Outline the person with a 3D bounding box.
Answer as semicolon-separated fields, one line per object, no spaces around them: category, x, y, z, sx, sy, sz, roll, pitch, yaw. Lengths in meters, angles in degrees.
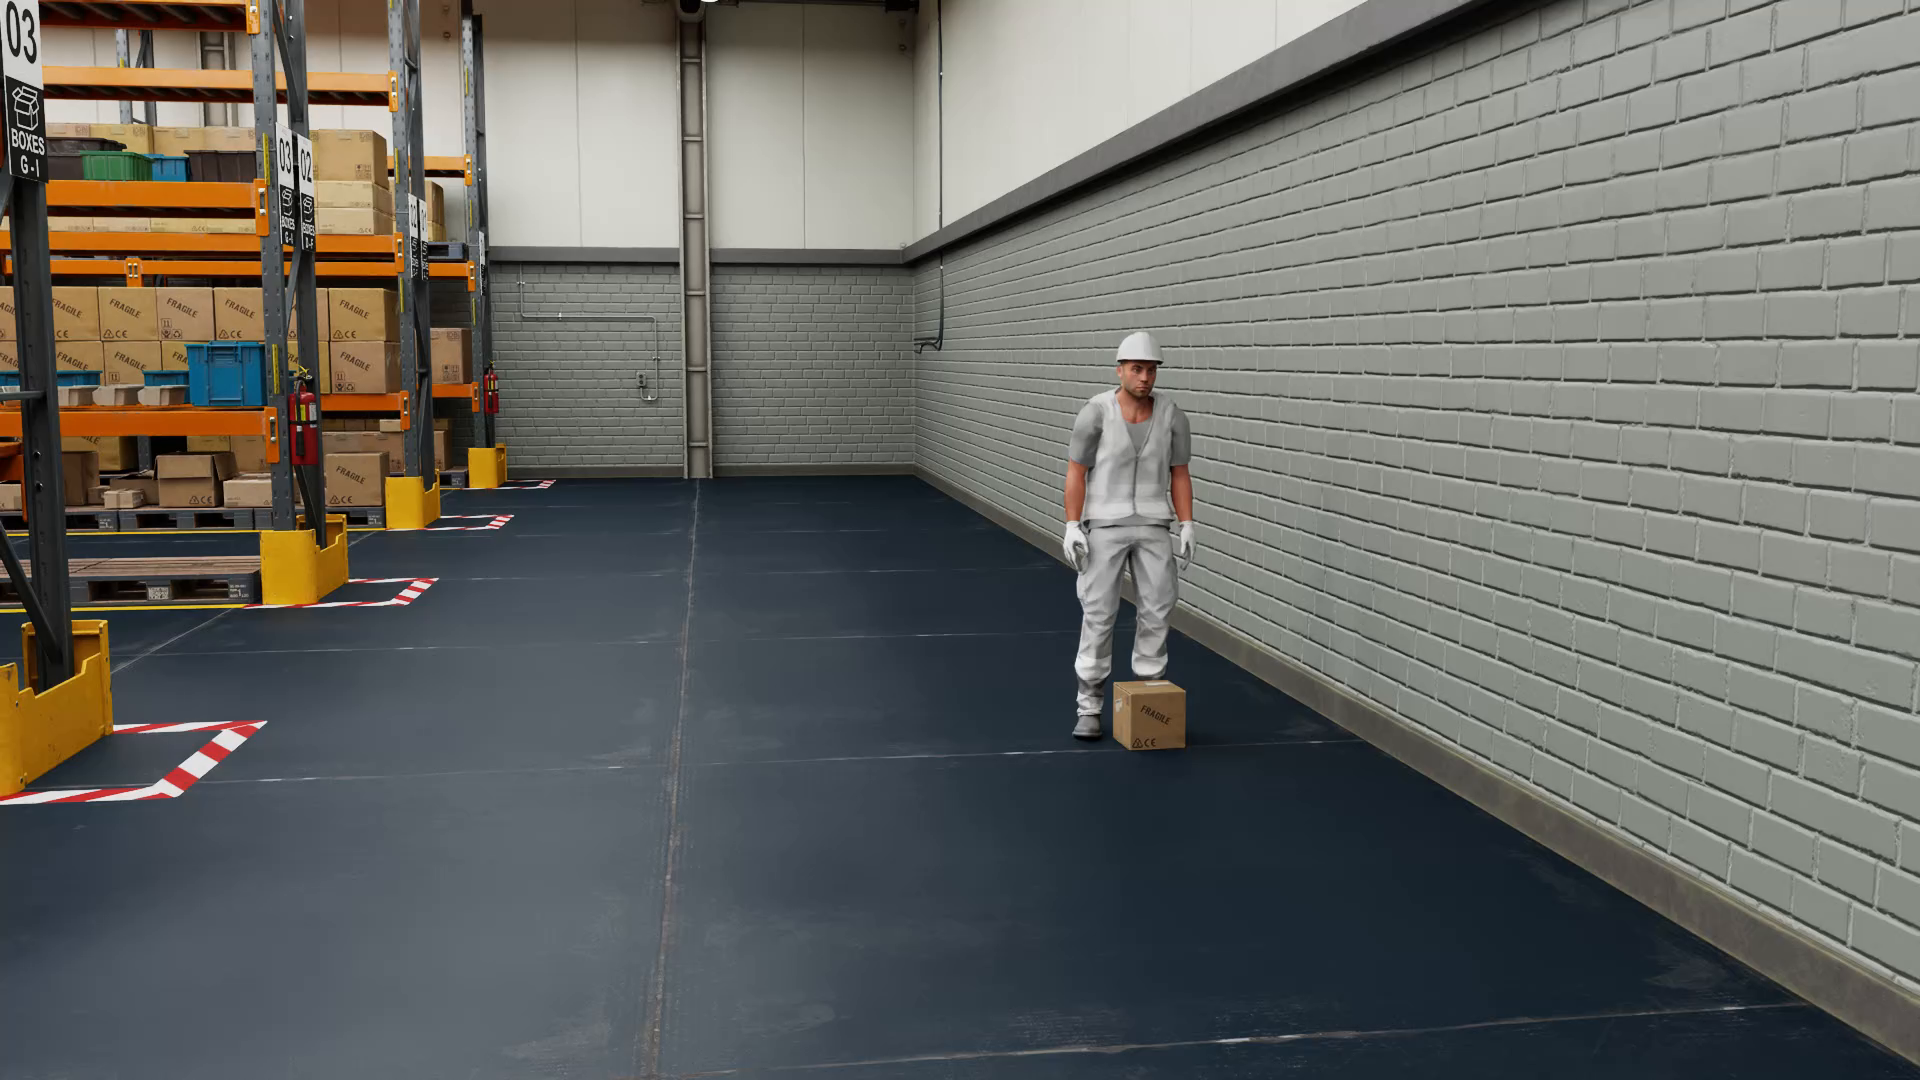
person;0.751;-0.024;7.352;0.609;1.780;0.448;-1;6;-8
